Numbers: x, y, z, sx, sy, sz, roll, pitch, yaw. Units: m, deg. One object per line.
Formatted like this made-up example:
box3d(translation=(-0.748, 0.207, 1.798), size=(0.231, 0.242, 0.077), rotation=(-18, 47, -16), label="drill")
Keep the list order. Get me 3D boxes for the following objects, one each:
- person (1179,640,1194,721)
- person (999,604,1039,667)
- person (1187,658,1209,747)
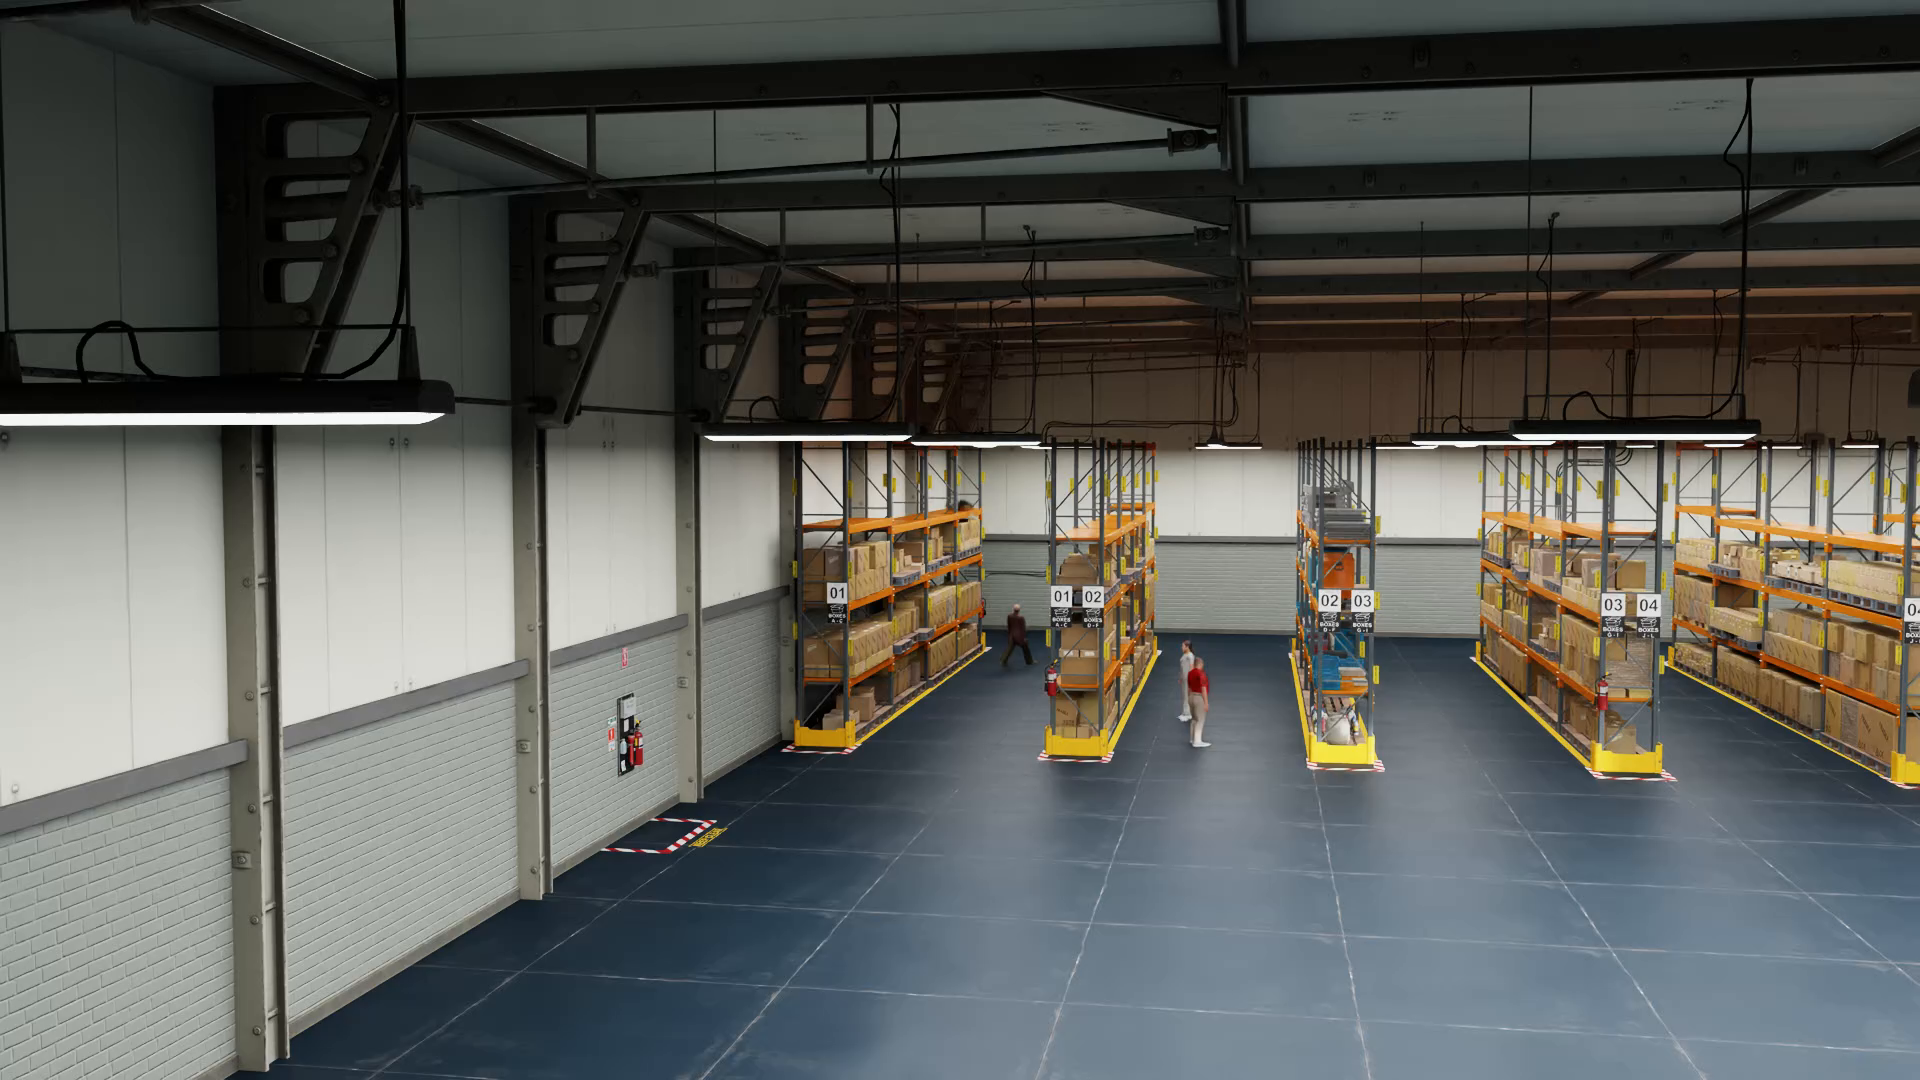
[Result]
box3d(translation=(4.832, 3.001, 35.646), size=(0.432, 1.689, 0.580), rotation=(0, 3, -8), label="person")
box3d(translation=(1.556, 2.538, 44.133), size=(1.161, 1.705, 0.655), rotation=(-2, 4, -32), label="person")
box3d(translation=(4.687, 3.170, 32.356), size=(0.445, 1.771, 0.591), rotation=(-1, 3, -23), label="person")
